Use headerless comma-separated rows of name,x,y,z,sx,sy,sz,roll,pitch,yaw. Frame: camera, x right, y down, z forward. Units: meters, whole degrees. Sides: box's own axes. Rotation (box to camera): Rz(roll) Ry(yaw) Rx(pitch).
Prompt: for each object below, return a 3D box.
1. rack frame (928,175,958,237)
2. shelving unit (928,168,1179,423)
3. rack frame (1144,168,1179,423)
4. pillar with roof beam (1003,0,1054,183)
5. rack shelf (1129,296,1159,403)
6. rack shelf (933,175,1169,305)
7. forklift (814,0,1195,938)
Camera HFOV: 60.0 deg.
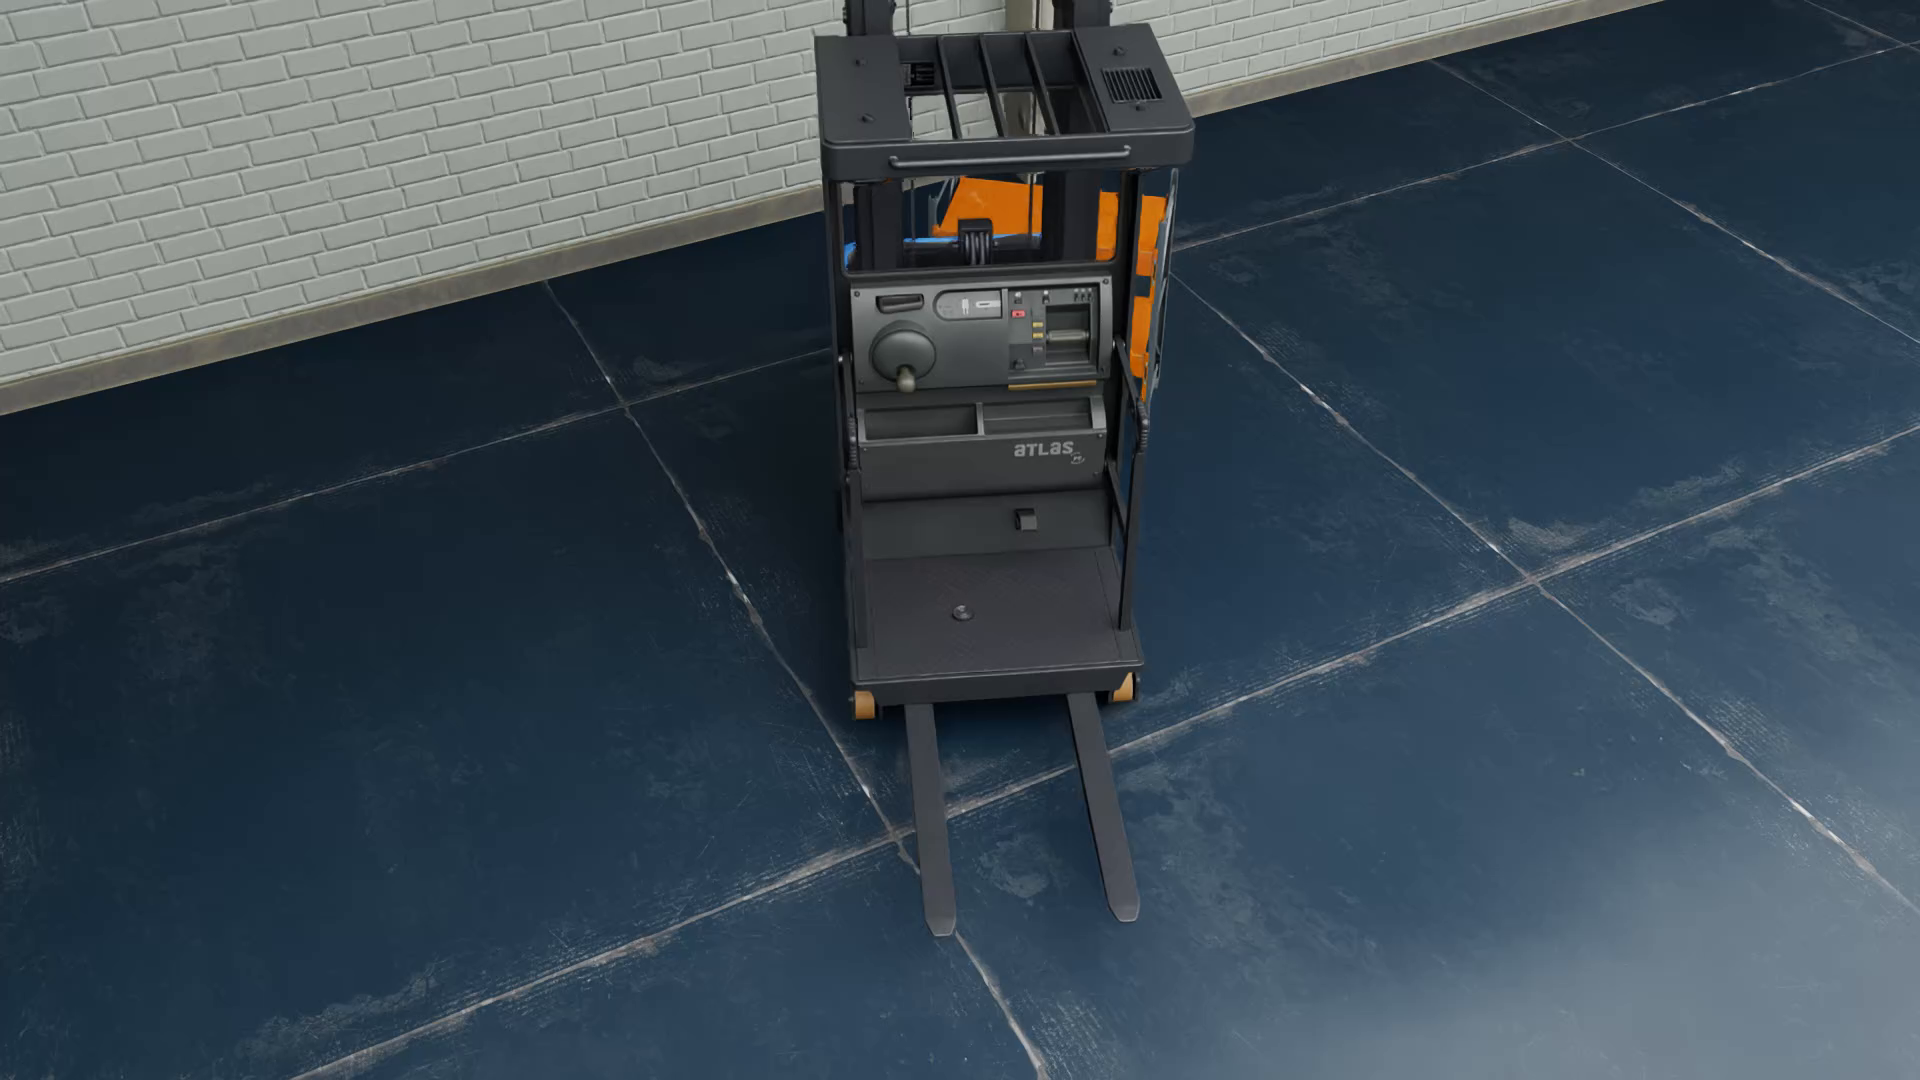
rack frame,-0.076,-1.224,7.825,0.032,1.125,0.500,8,41,9
shelving unit,0.421,-1.155,7.743,1.048,1.125,0.538,8,41,9
rack frame,0.918,-1.086,7.662,0.032,1.125,0.500,8,41,9
pillar with roof beam,2.487,-3.189,4.052,0.400,9.000,9.100,-19,44,-21
rack shelf,0.421,-0.968,7.901,1.000,0.278,0.538,8,41,9
rack shelf,0.421,-1.378,7.554,1.000,0.278,0.538,8,41,9
forklift,0.102,-0.658,5.758,1.130,2.935,3.031,-4,40,-4
